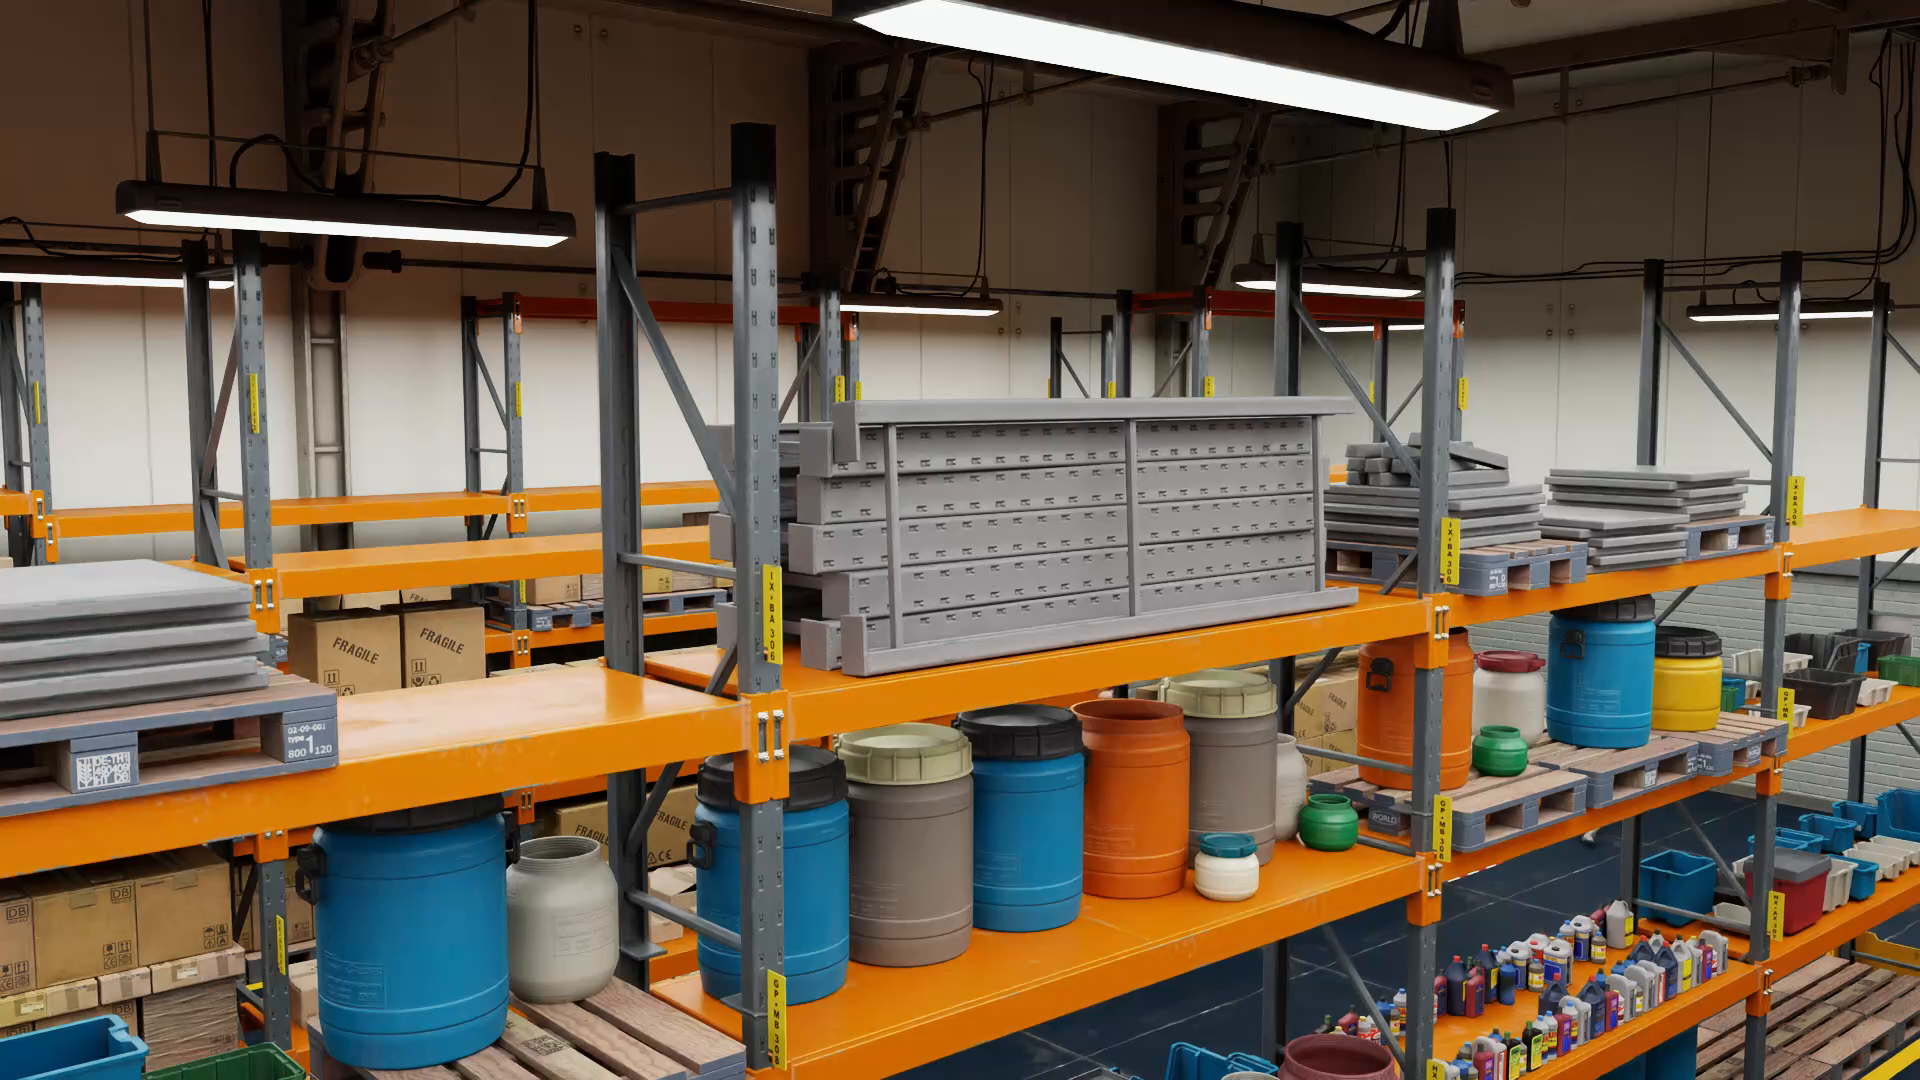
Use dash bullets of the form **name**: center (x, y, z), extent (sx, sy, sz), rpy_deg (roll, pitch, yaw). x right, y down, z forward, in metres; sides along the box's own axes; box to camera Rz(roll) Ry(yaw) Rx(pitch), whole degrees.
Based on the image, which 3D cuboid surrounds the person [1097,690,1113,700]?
- **person**: center (1.460, 2.573, 18.447), extent (0.641, 1.837, 0.666), rpy_deg (-2, 6, -20)

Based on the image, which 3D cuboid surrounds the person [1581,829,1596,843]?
- **person**: center (7.110, 2.519, 18.899), extent (0.676, 1.744, 1.033), rpy_deg (3, 6, 28)
